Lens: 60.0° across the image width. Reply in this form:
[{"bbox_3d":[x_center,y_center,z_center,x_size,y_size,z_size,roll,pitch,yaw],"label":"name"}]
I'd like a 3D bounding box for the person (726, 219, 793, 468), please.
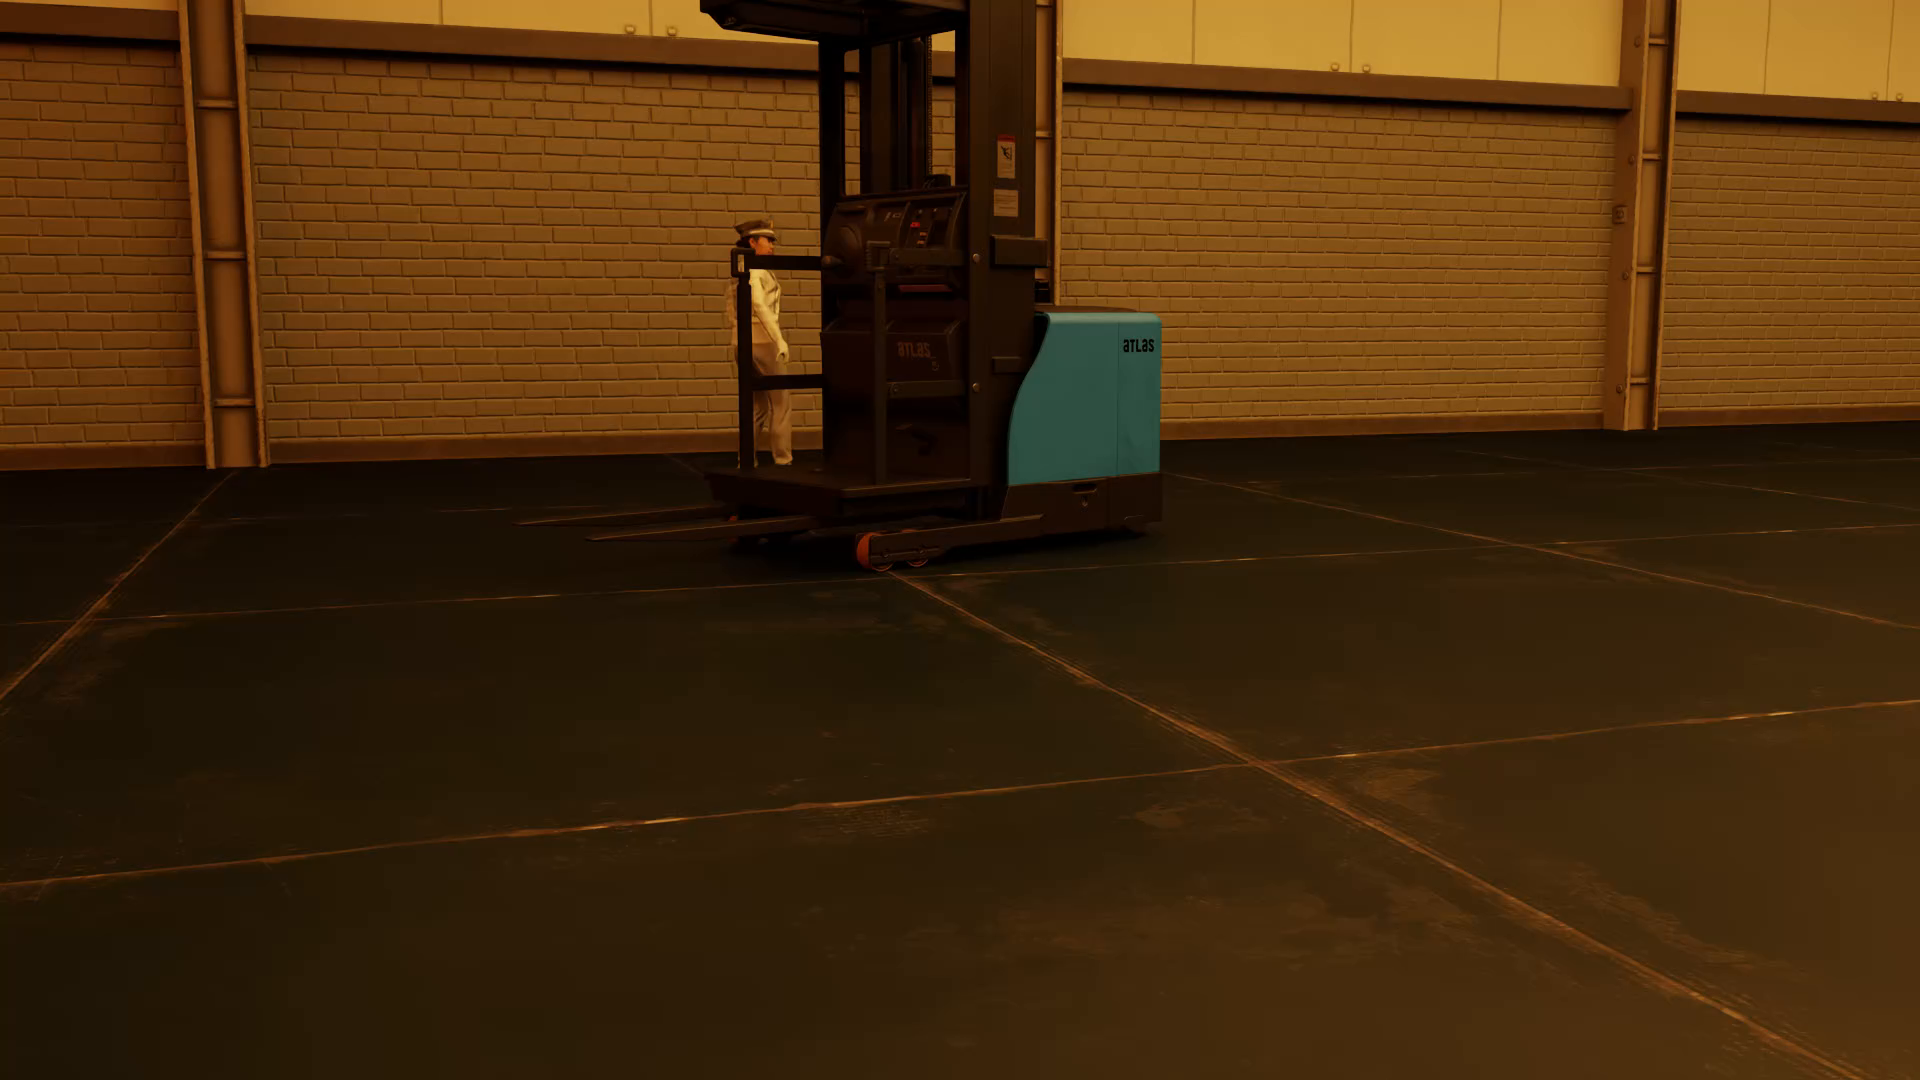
[{"bbox_3d":[-1.231,-1.220,10.713,0.475,1.670,0.668,-5,9,-33],"label":"person"}]

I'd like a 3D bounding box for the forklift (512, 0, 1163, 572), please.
[{"bbox_3d":[-0.461,-1.399,7.333,3.031,2.935,1.130,-7,10,-40],"label":"forklift"}]
